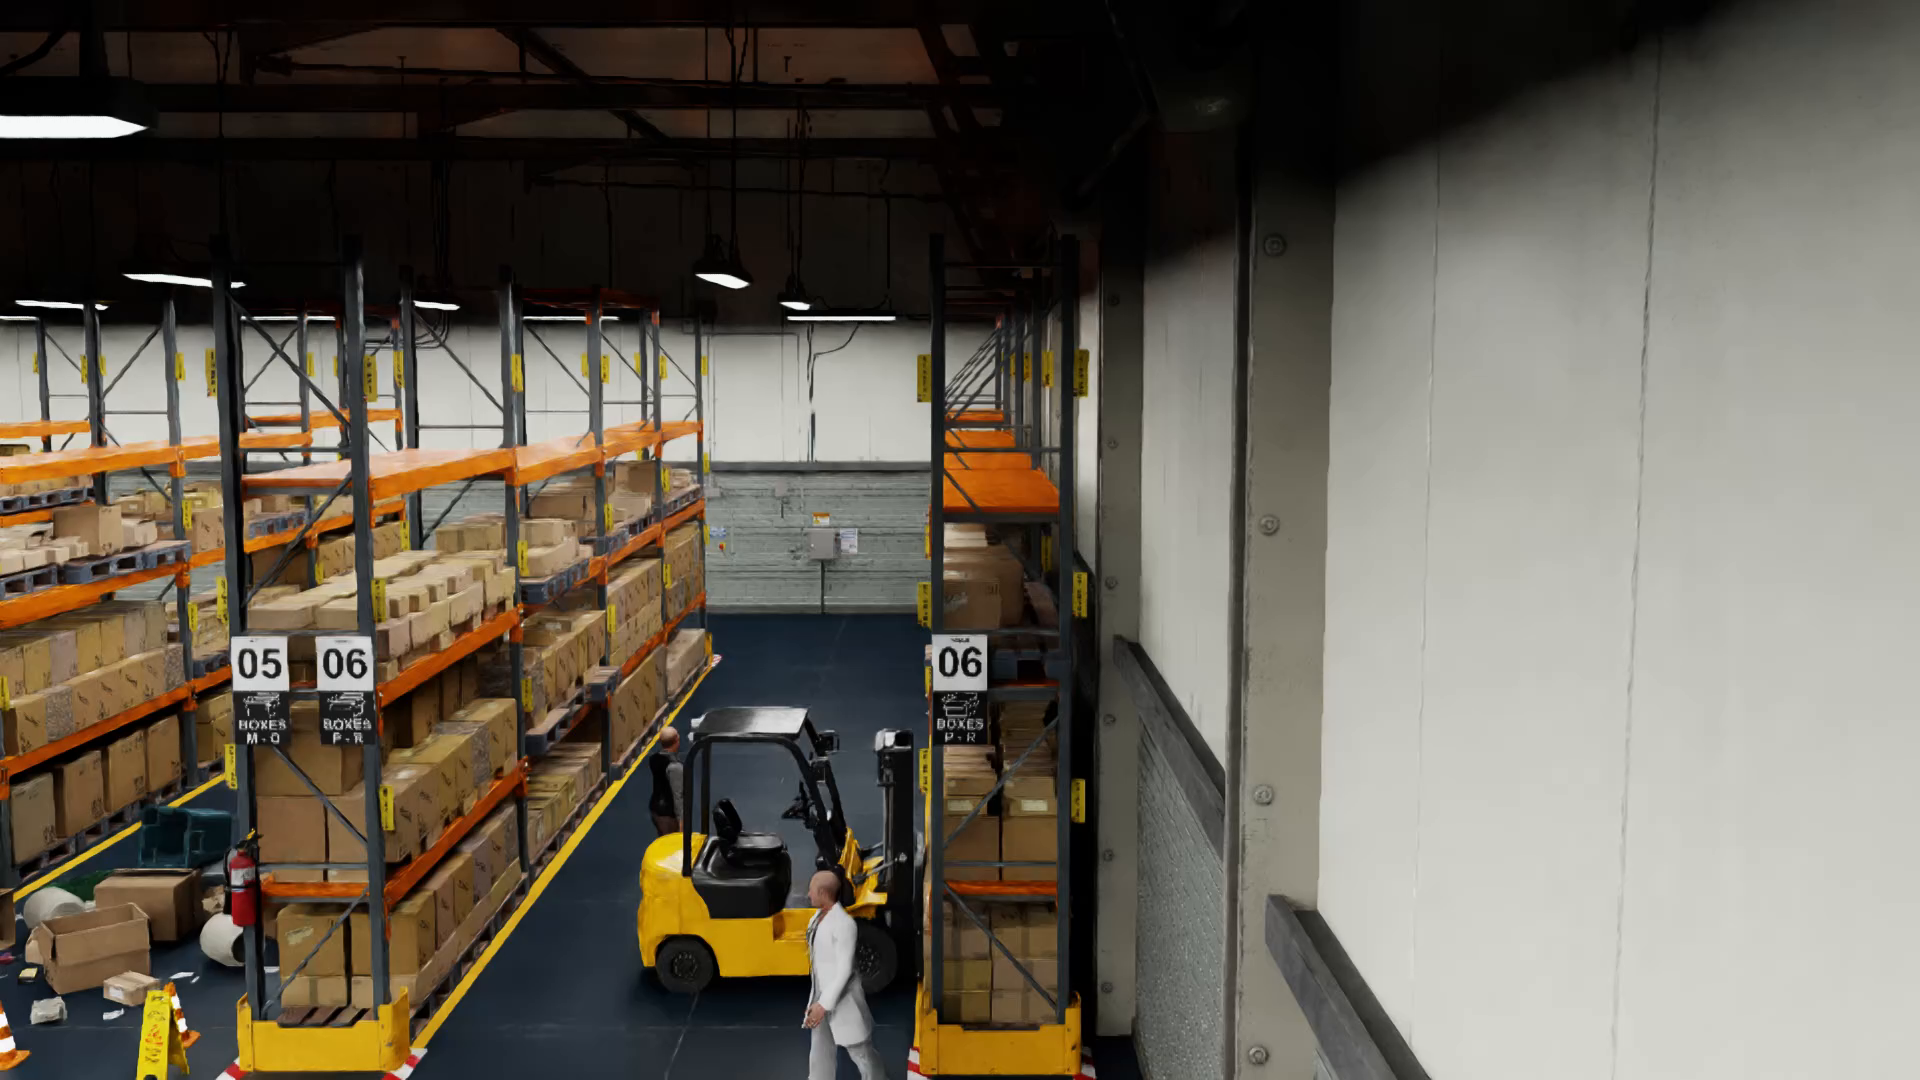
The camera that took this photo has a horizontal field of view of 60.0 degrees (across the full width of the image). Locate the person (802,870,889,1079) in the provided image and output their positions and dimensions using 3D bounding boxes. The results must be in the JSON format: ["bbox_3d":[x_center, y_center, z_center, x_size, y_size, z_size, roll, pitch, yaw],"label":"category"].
[{"bbox_3d":[-0.804,3.078,11.101,0.767,1.749,0.605,-4,7,-30],"label":"person"}]

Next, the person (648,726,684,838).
[{"bbox_3d":[-2.659,2.584,15.539,0.450,1.727,0.584,-4,7,-30],"label":"person"}]
